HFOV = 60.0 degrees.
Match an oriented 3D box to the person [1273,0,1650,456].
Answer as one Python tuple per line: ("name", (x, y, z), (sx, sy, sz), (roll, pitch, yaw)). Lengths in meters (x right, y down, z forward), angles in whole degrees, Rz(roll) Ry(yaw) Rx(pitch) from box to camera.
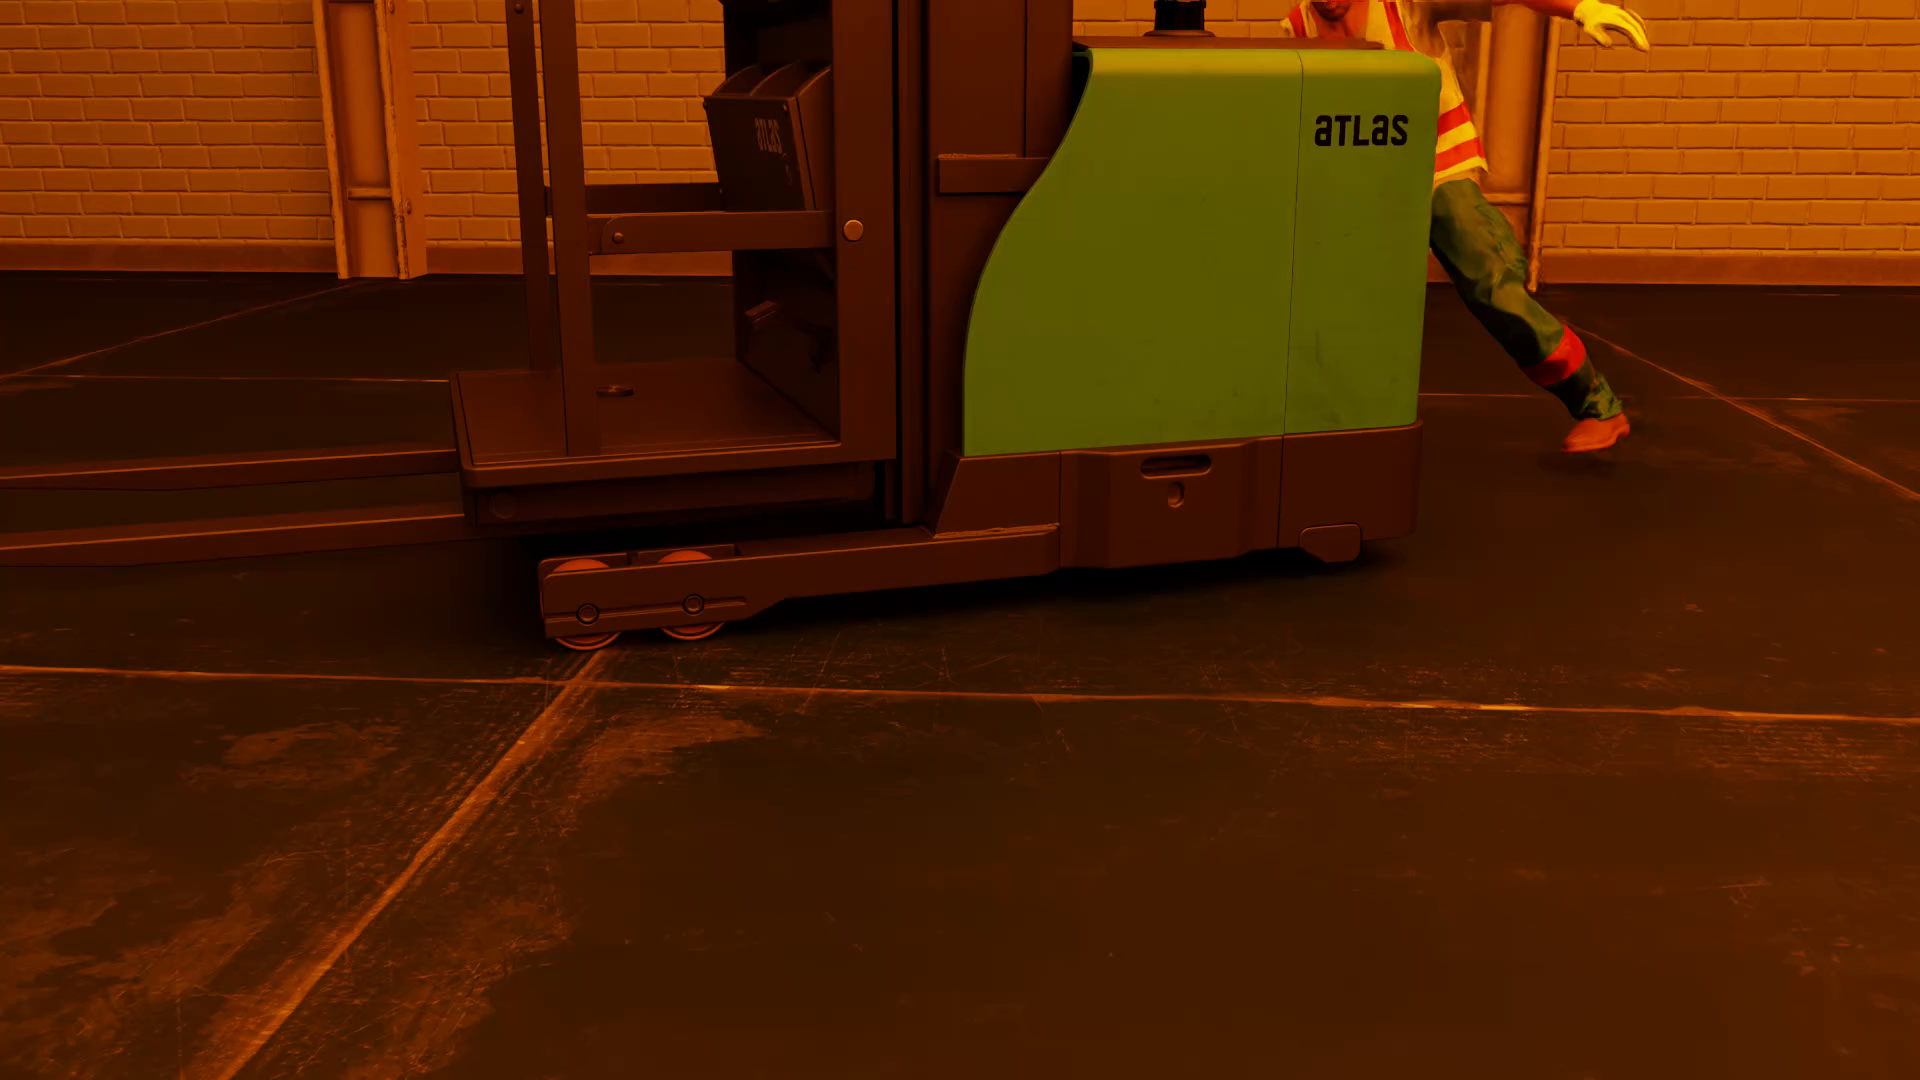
("person", (1.178, -0.941, 4.525), (1.260, 1.476, 0.733), (13, 20, 40))

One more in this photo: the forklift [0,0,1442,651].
("forklift", (-0.580, -1.366, 3.251), (3.031, 2.935, 1.130), (-5, 16, -17))
